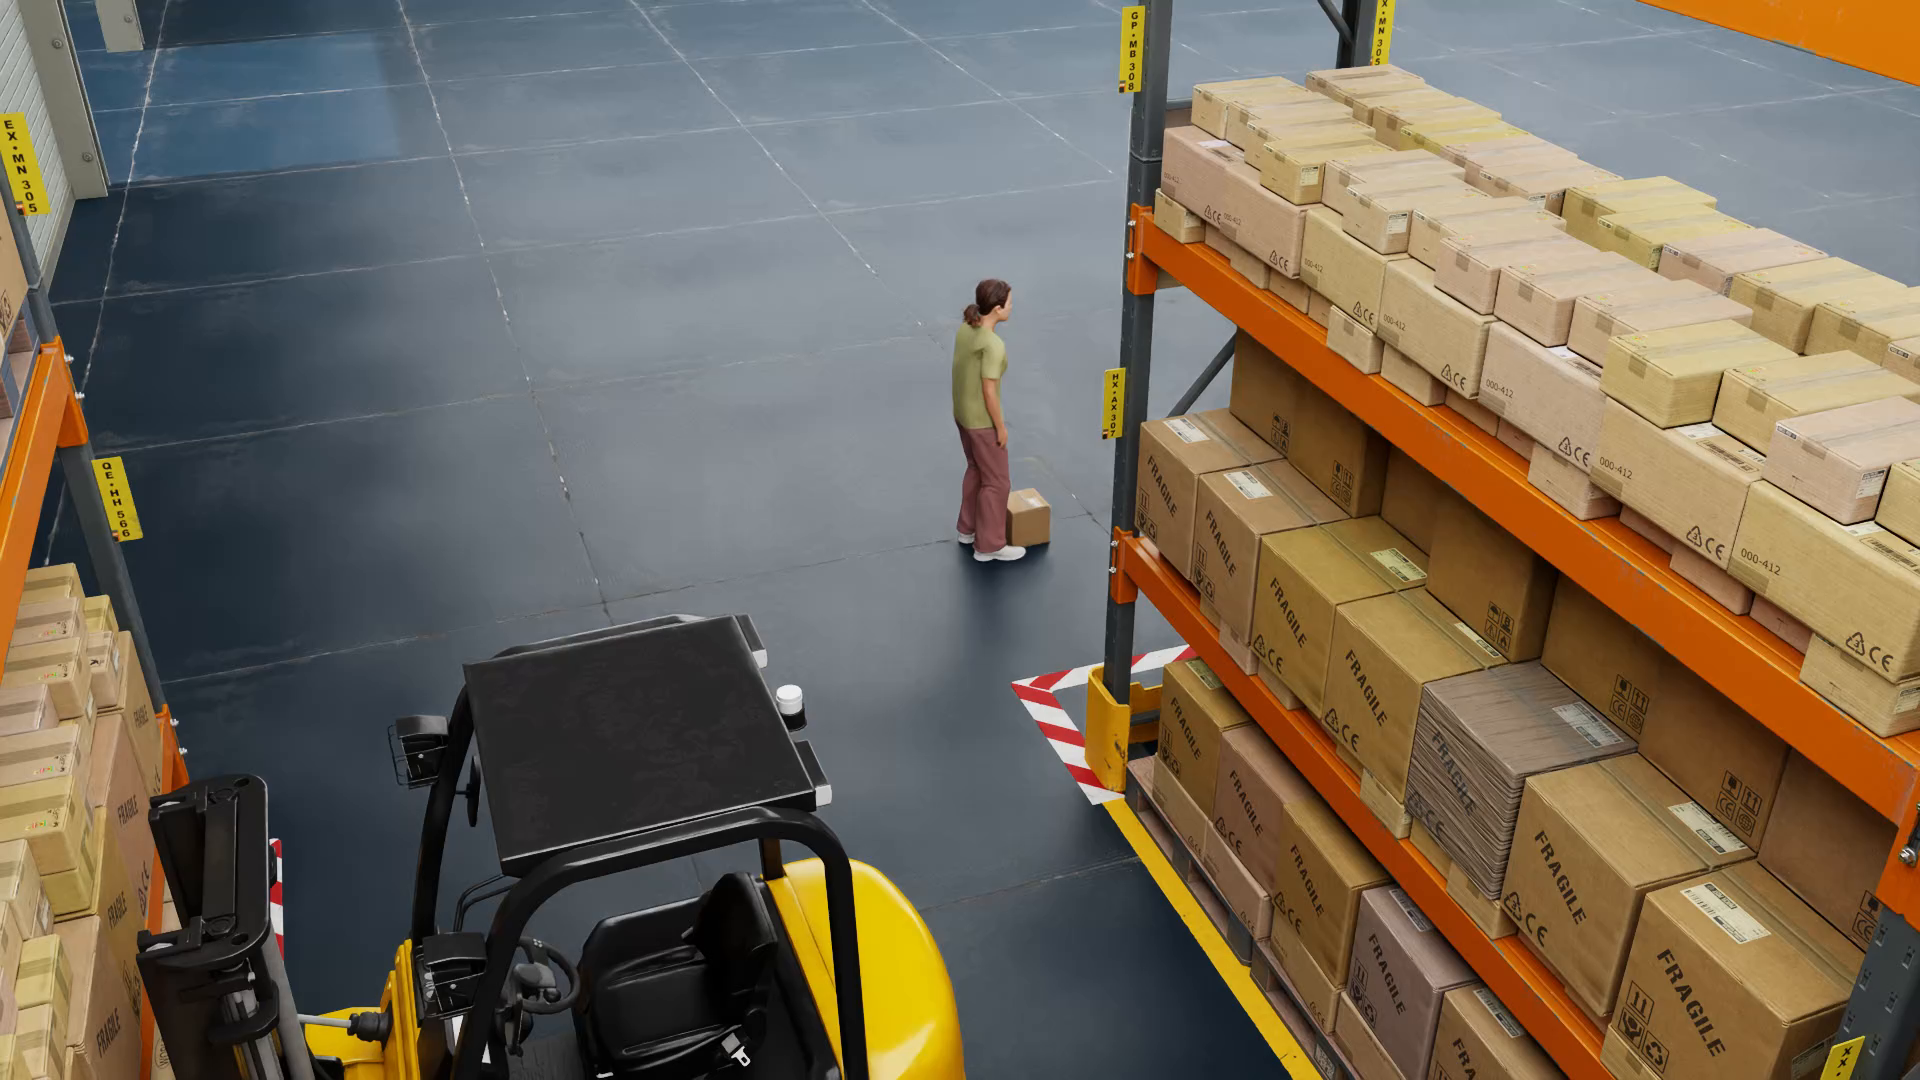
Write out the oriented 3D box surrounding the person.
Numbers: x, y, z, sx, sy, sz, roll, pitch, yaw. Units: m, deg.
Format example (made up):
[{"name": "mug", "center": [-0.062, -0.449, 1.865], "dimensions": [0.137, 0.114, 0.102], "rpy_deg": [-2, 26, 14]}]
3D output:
[{"name": "person", "center": [0.143, -0.695, 9.548], "dimensions": [0.356, 1.672, 0.500], "rpy_deg": [-12, 32, -19]}]
